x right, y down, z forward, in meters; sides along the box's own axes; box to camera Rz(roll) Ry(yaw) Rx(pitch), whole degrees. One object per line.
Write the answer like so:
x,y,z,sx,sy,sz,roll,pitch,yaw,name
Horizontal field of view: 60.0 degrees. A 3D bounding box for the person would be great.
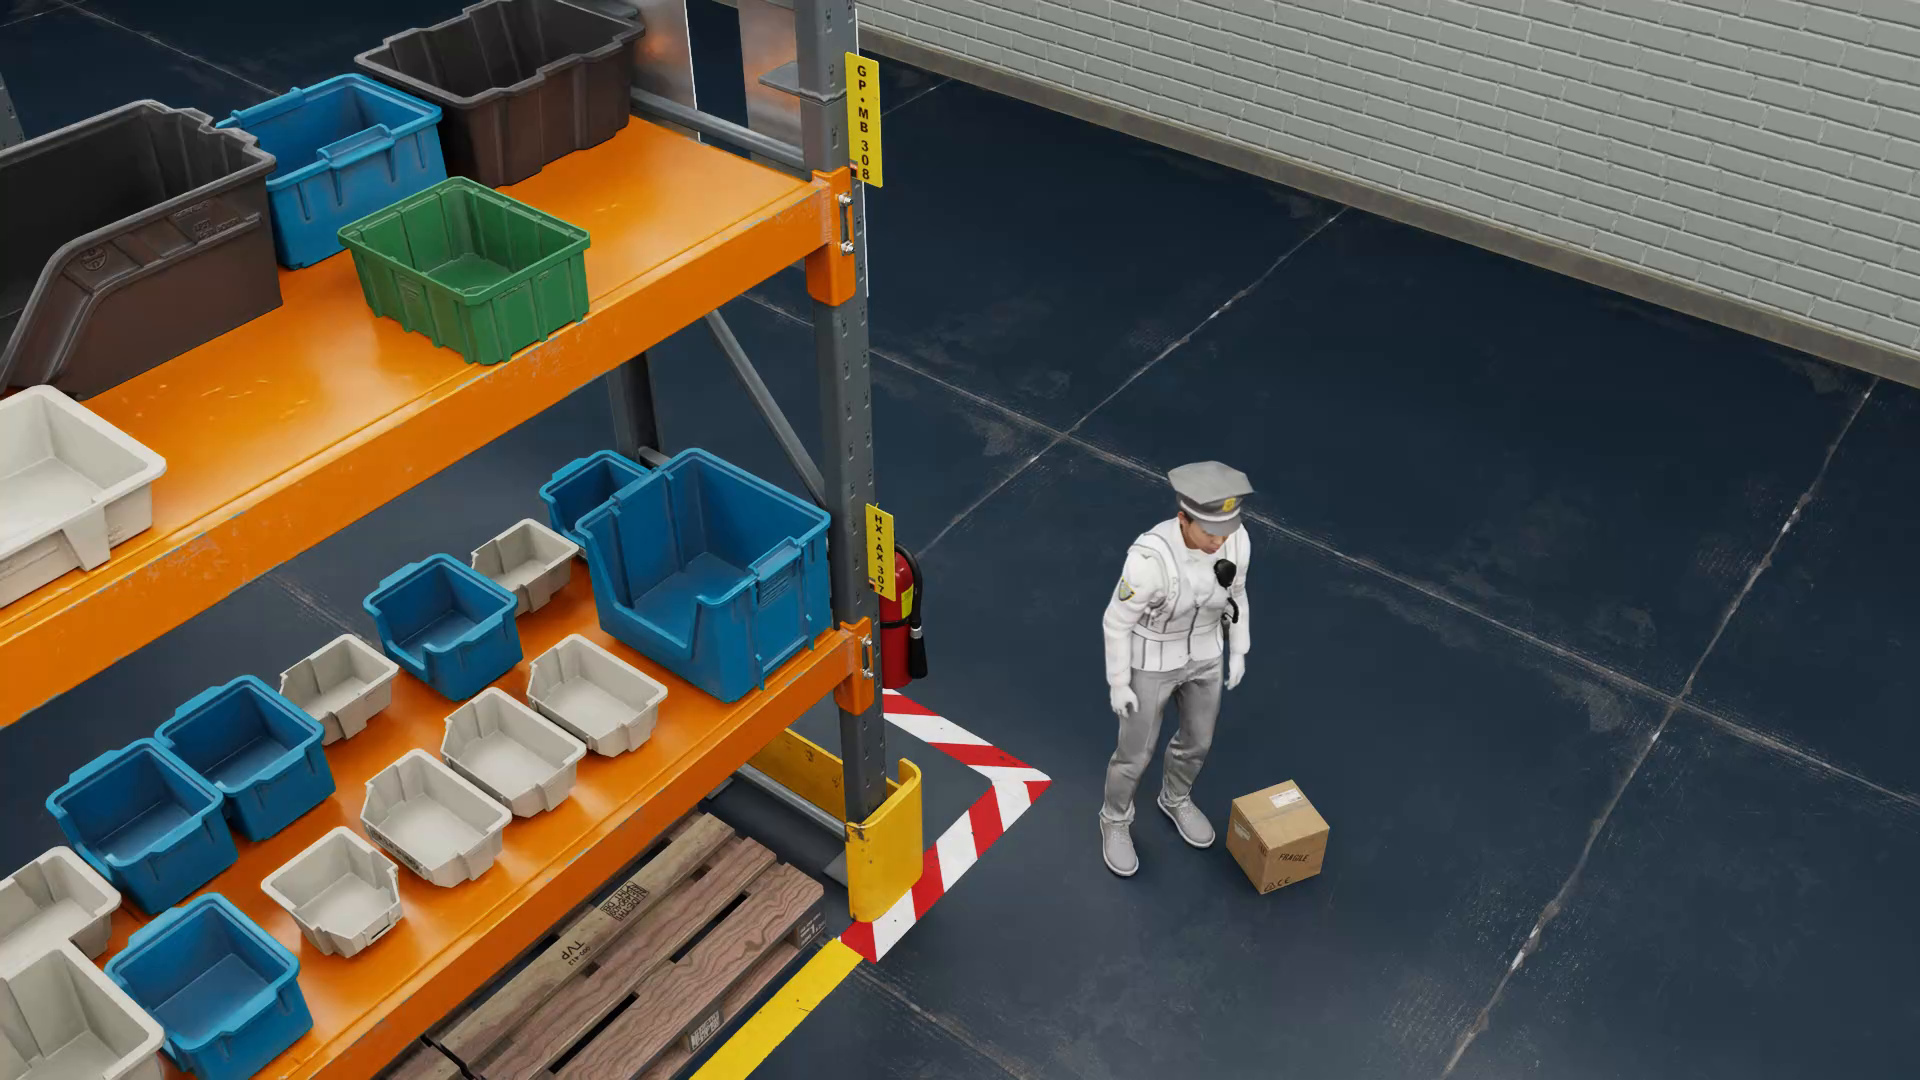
0.732,0.421,5.633,0.530,1.663,0.371,-14,41,-16,person
